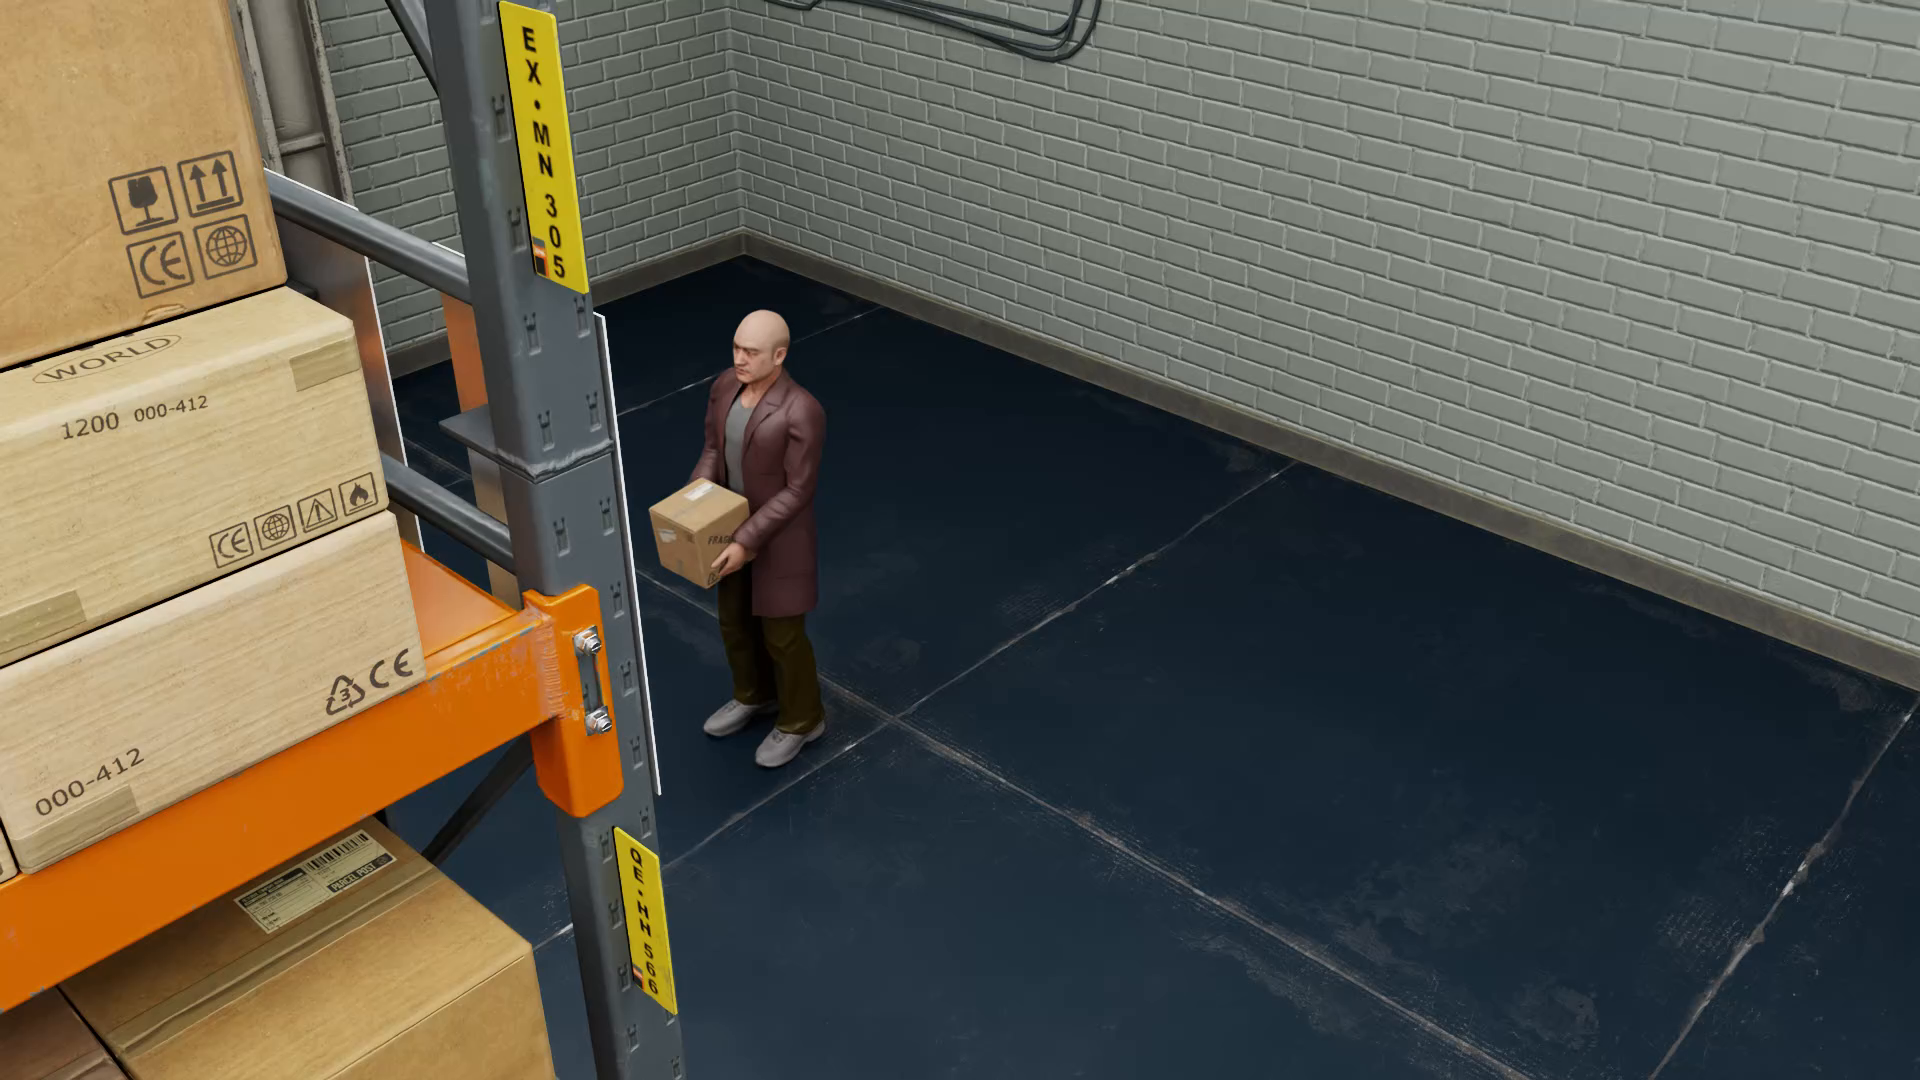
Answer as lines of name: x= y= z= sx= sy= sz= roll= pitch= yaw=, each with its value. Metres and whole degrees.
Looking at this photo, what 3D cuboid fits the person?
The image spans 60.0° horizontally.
person: x=-0.790 y=0.029 z=6.094 sx=0.548 sy=1.780 sz=0.535 roll=25 pitch=39 yaw=35
